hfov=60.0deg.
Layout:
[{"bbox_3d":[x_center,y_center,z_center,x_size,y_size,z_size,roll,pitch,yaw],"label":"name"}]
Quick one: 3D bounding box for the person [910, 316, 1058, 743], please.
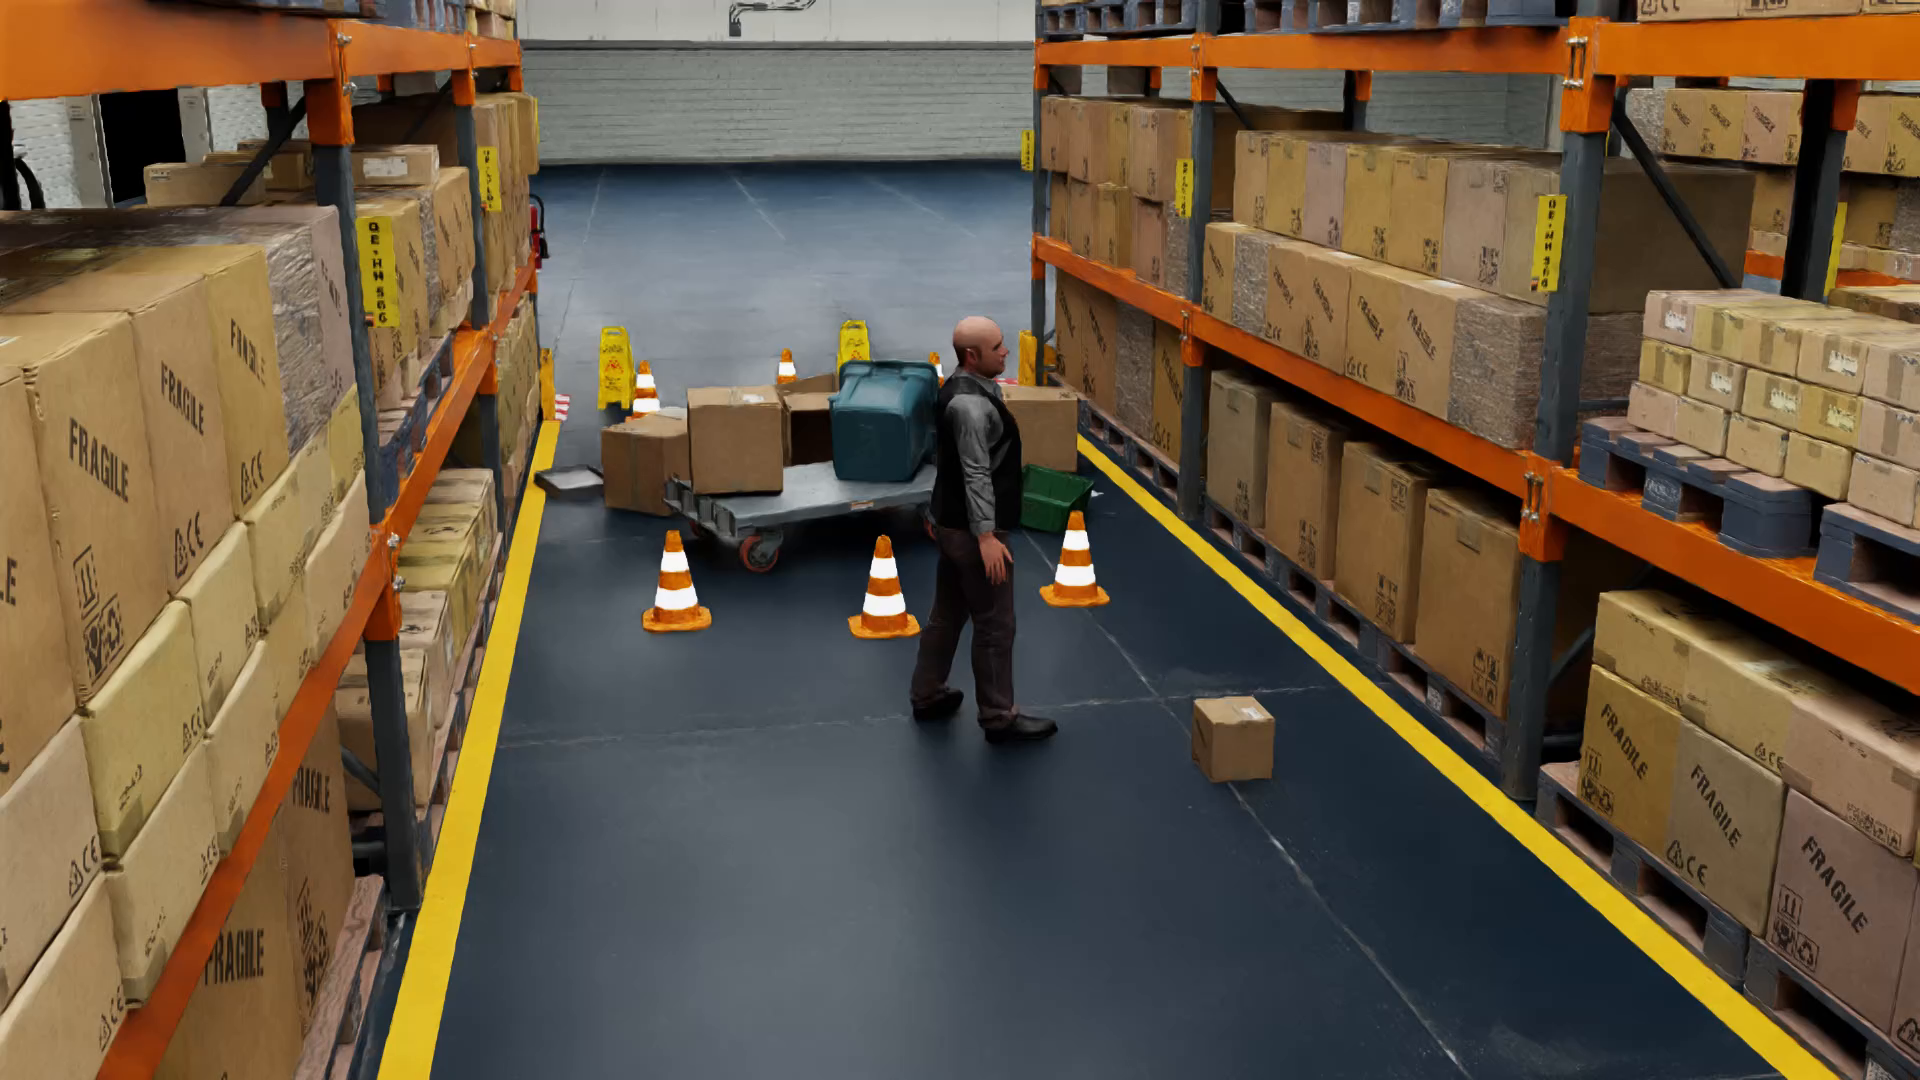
[{"bbox_3d":[0.097,-0.036,6.662,0.577,1.722,0.689,-2,16,-8],"label":"person"}]
